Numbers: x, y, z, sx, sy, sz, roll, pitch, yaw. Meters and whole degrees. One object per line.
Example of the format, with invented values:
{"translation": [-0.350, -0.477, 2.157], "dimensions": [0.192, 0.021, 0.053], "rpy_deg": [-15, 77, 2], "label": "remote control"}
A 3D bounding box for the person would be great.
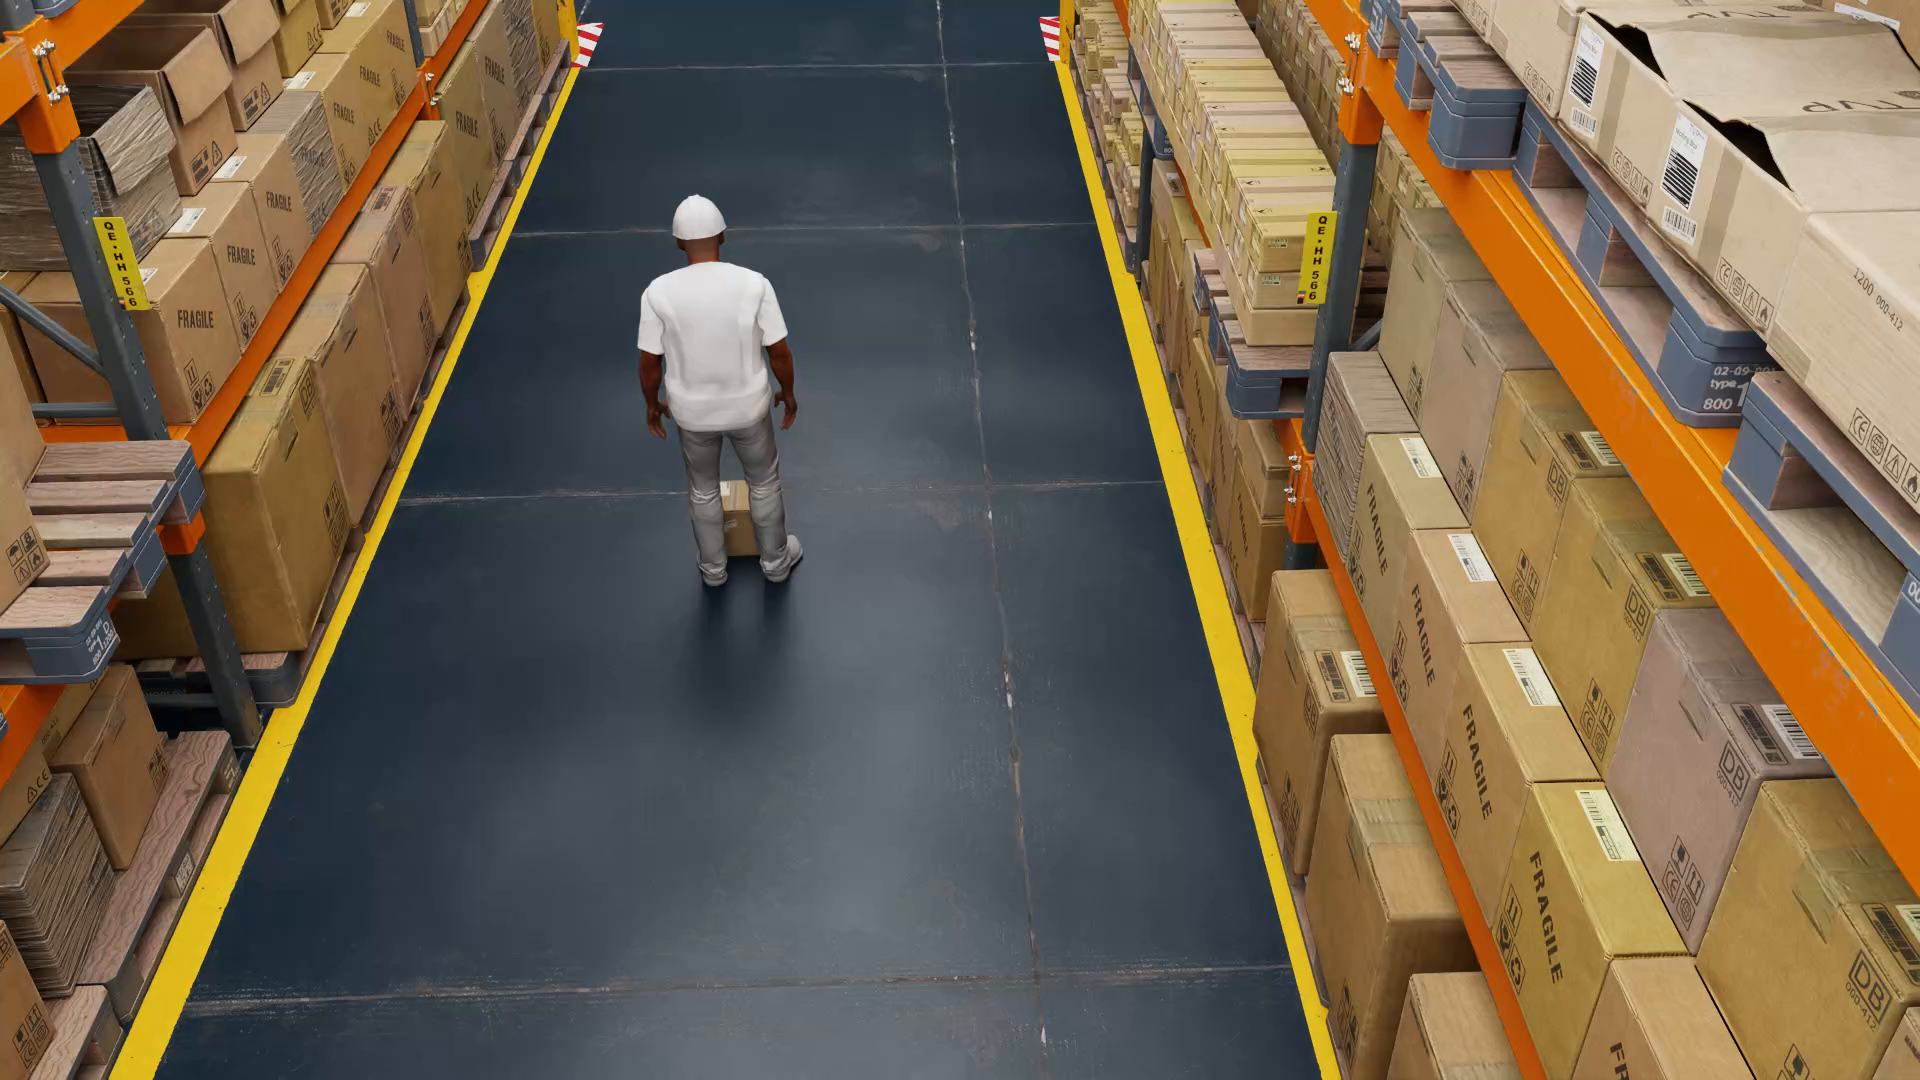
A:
{"translation": [-1.003, -0.588, 6.969], "dimensions": [0.634, 1.759, 0.460], "rpy_deg": [-4, 35, -5], "label": "person"}
